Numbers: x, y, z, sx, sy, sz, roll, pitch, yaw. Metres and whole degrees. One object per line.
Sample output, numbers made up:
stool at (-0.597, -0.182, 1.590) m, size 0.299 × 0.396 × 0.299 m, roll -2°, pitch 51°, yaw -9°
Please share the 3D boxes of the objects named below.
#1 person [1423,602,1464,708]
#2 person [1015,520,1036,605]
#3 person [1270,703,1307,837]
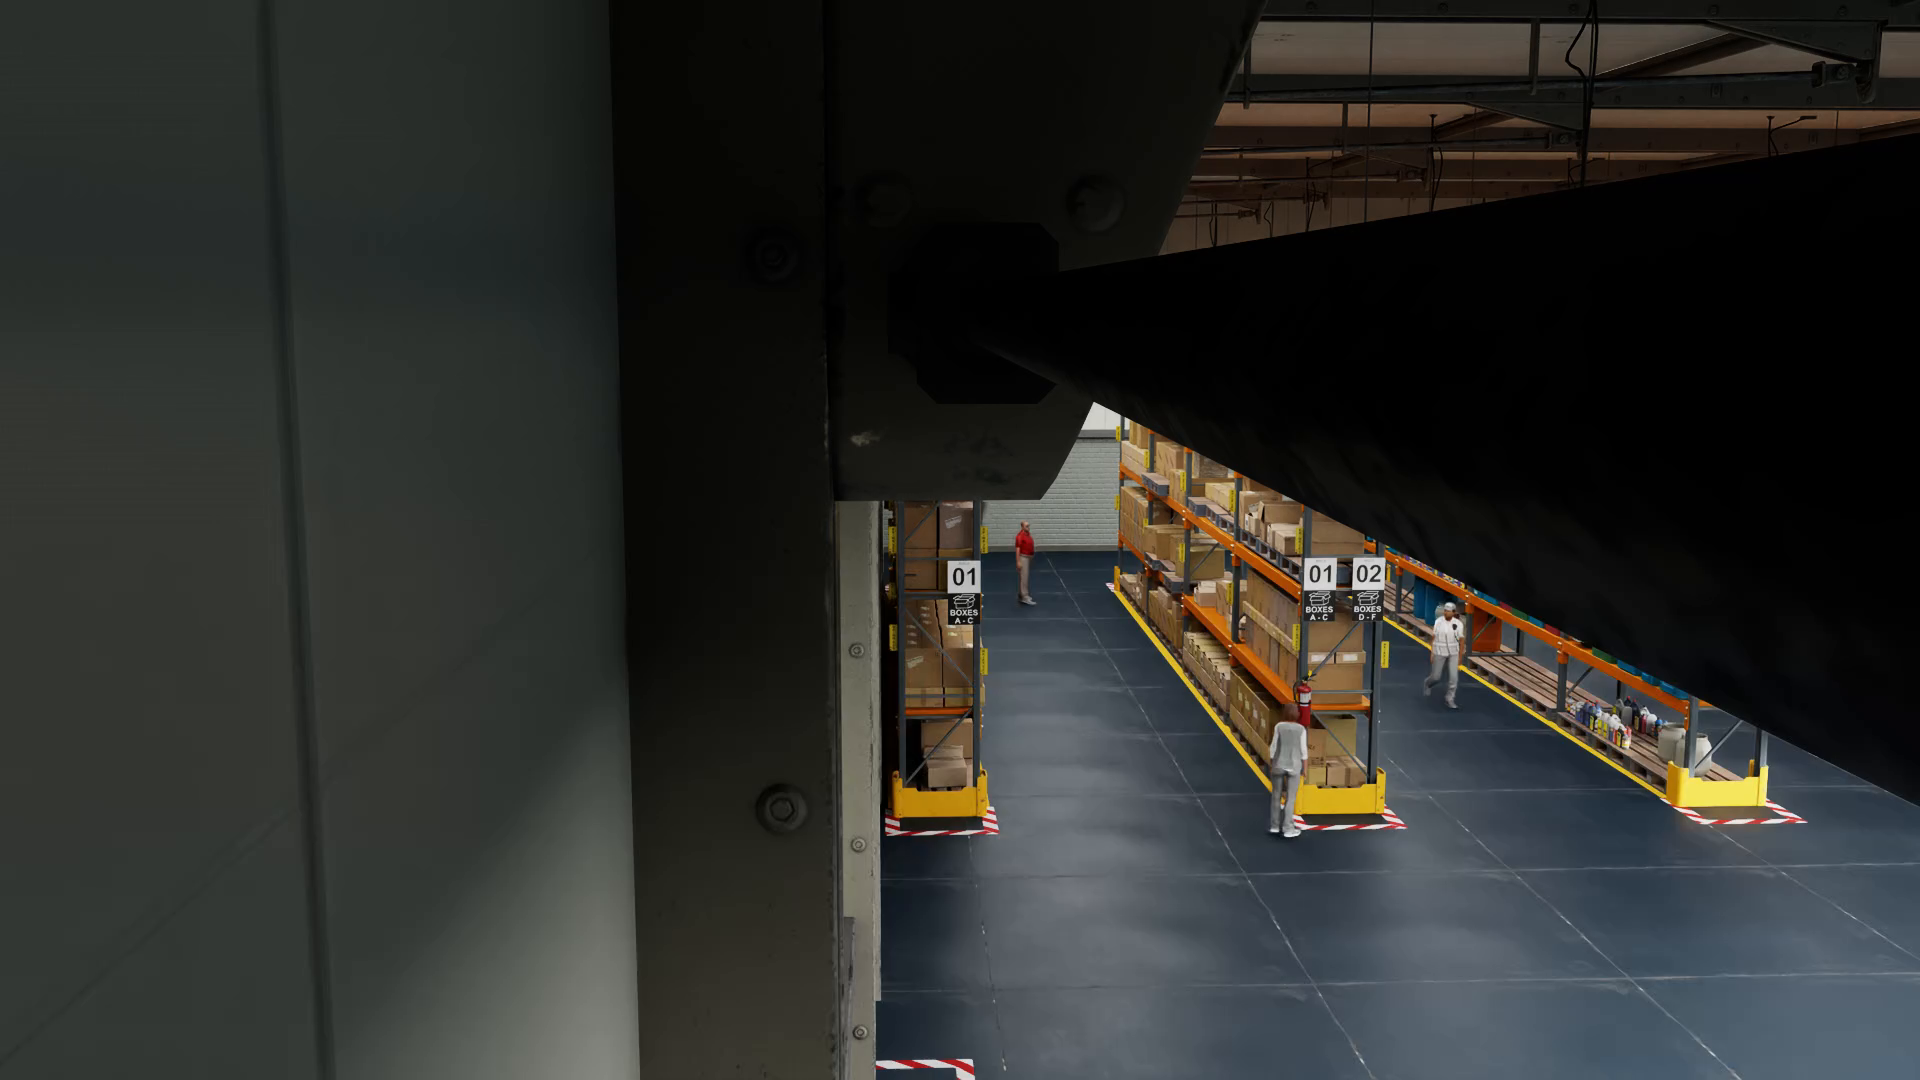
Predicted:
person at (7.603, 1.773, 26.052) m, size 0.509 × 1.630 × 0.665 m, roll -1°, pitch 8°, yaw -4°
person at (1.436, 0.458, 34.980) m, size 0.548 × 1.751 × 0.579 m, roll 4°, pitch 9°, yaw 28°
person at (3.891, 2.727, 19.715) m, size 0.438 × 1.601 × 0.388 m, roll 3°, pitch 9°, yaw 18°
